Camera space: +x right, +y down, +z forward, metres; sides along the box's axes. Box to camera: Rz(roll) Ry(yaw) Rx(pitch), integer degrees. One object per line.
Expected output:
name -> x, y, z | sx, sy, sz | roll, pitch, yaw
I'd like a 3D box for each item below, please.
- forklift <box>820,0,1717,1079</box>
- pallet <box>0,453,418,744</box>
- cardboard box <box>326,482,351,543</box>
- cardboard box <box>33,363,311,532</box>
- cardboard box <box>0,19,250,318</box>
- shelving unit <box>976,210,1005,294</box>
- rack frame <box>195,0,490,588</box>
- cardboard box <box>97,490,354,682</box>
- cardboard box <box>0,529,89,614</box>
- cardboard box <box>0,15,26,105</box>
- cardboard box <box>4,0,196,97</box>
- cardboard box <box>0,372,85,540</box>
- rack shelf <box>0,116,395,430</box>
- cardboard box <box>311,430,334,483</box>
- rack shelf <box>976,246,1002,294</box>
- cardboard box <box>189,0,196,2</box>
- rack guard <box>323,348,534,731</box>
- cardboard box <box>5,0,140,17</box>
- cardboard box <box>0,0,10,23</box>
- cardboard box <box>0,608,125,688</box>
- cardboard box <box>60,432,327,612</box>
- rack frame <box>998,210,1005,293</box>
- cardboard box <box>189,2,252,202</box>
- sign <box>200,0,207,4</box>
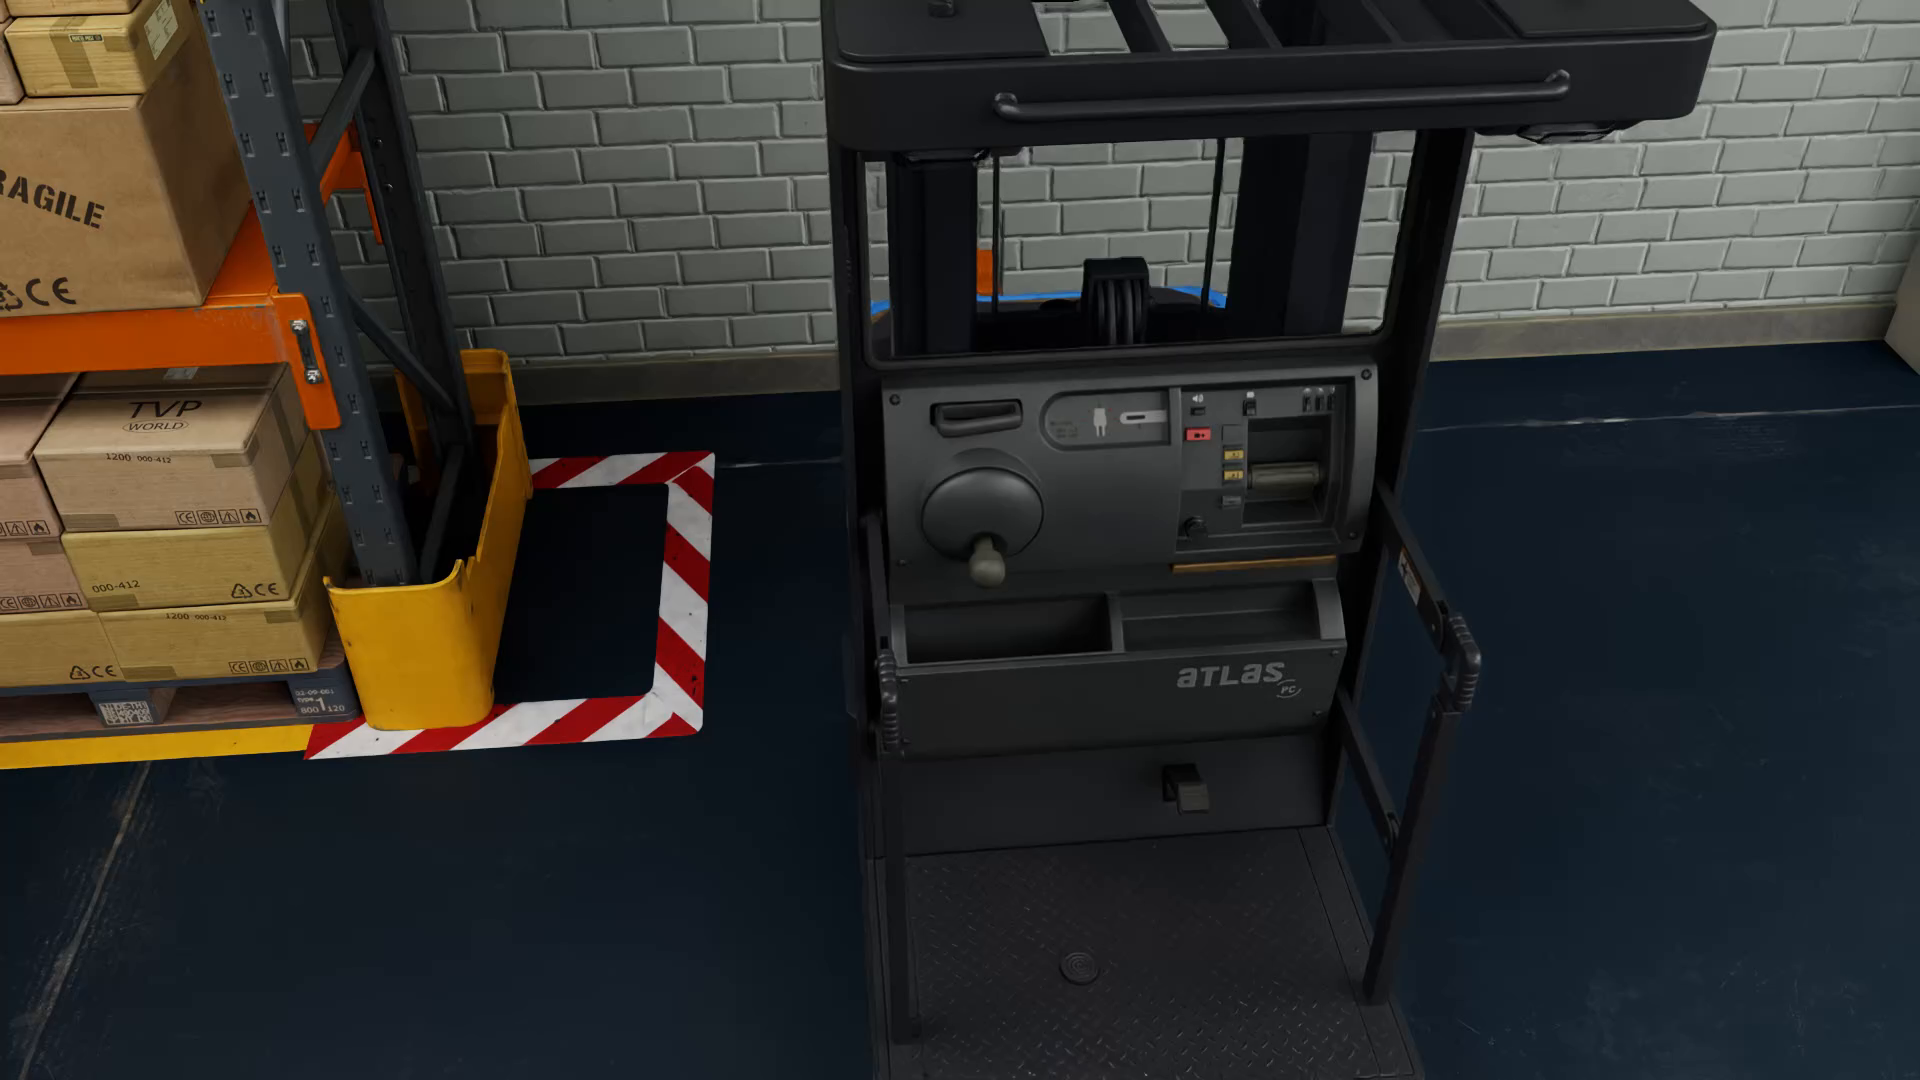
forklift -> 0.345, -0.054, 2.952 | 1.130, 2.935, 3.031 | -3, 38, -4
pallet -> -2.309, 0.146, 4.894 | 1.213, 0.211, 1.003 | -3, 38, -4
cardboard box -> -2.058, -0.195, 4.957 | 0.500, 0.250, 0.500 | -3, 38, -4
cardboard box -> -1.982, -0.276, 4.252 | 0.500, 0.250, 0.500 | -2, 38, -2
cardboard box -> -2.018, -0.866, 3.846 | 0.500, 0.500, 0.500 | -4, 38, -5
shelving unit -> 0.014, -0.472, 4.879 | 0.189, 1.200, 0.258 | -3, 38, -4
rack frame -> -1.551, -1.016, 4.116 | 0.127, 3.000, 1.000 | -3, 38, -4
cardboard box -> -1.991, 0.119, 4.558 | 0.500, 0.250, 0.500 | -3, 38, -4
cardboard box -> -2.509, -0.057, 4.378 | 0.500, 0.250, 0.500 | -3, 38, -4
cardboard box -> -2.124, -1.086, 3.600 | 0.250, 0.149, 0.380 | -3, 38, -3
cardboard box -> -1.872, -1.118, 3.641 | 0.250, 0.149, 0.380 | -3, 38, -3
cardboard box -> -2.491, -0.245, 4.212 | 0.500, 0.250, 0.500 | -2, 38, -3
rack shelf -> -3.544, -0.624, 4.200 | 4.000, 0.370, 1.077 | -3, 38, -4
cardboard box -> -2.038, -0.400, 4.813 | 0.500, 0.250, 0.500 | -2, 38, -3
rack shelf -> 0.014, -0.720, 4.684 | 0.180, 0.103, 0.258 | -3, 38, -4
cardboard box -> -1.912, -1.451, 4.064 | 0.250, 0.149, 0.380 | -4, 38, -5
rack guard -> -1.527, -0.036, 4.892 | 0.348, 0.500, 1.175 | -3, 38, -4
cardboard box -> -1.890, -1.277, 3.602 | 0.250, 0.149, 0.380 | -3, 38, -4
cardboard box -> -2.132, -1.244, 3.561 | 0.250, 0.149, 0.380 | -3, 38, -4
cardboard box -> -2.488, 0.141, 4.531 | 0.500, 0.250, 0.500 | -3, 38, -4
cardboard box -> -2.009, -0.078, 4.405 | 0.500, 0.250, 0.500 | -4, 38, -5
rack frame -> 0.106, -0.477, 4.886 | 0.006, 1.200, 0.240 | -3, 38, -4
cardboard box -> -2.069, -1.200, 4.268 | 0.500, 0.500, 0.500 | -2, 38, -3
sign -> -1.517, -1.228, 3.259 | 0.005, 0.325, 0.100 | -3, 38, -4
